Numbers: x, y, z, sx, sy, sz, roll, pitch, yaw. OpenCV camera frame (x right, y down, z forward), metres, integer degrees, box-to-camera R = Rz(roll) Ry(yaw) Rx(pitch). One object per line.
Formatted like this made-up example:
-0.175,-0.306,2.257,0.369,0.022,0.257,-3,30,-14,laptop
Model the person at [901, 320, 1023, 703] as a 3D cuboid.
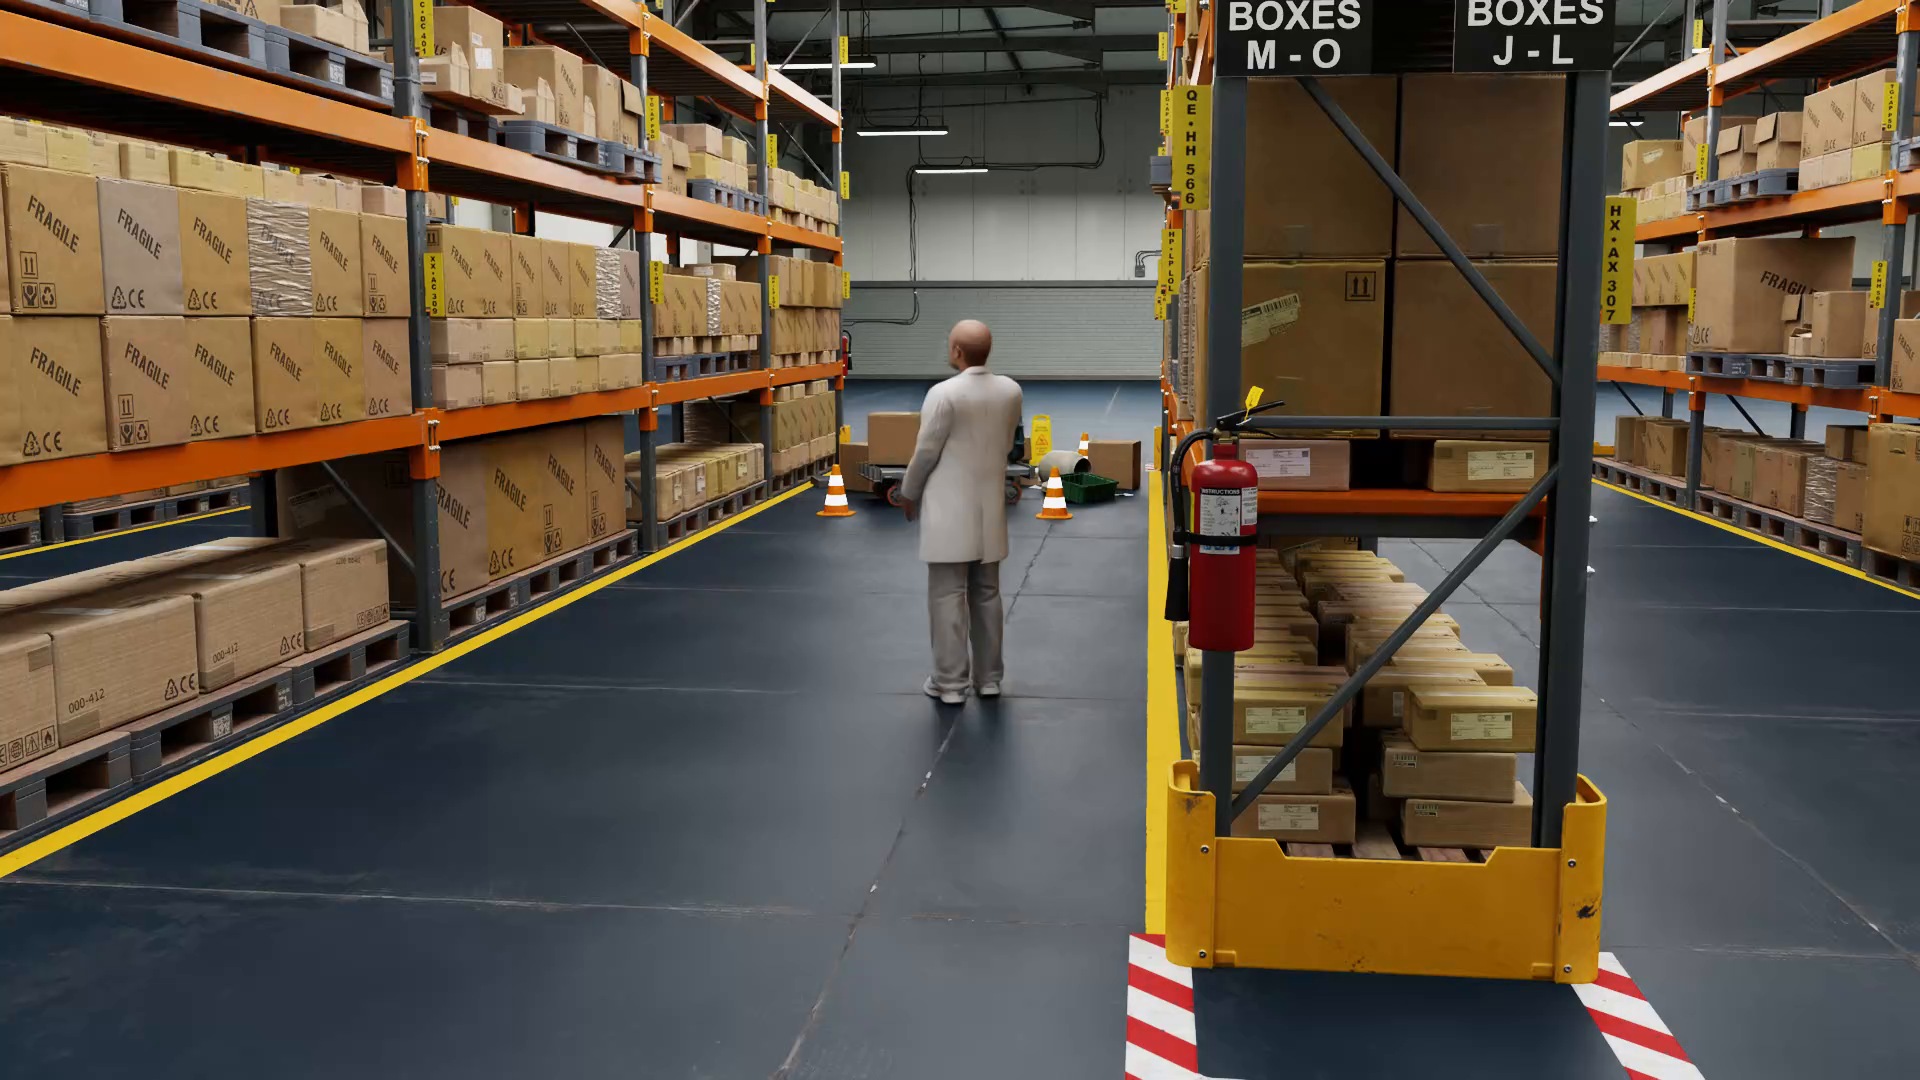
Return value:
0.001,-0.135,7.815,0.618,1.785,0.495,-6,9,-38,person
